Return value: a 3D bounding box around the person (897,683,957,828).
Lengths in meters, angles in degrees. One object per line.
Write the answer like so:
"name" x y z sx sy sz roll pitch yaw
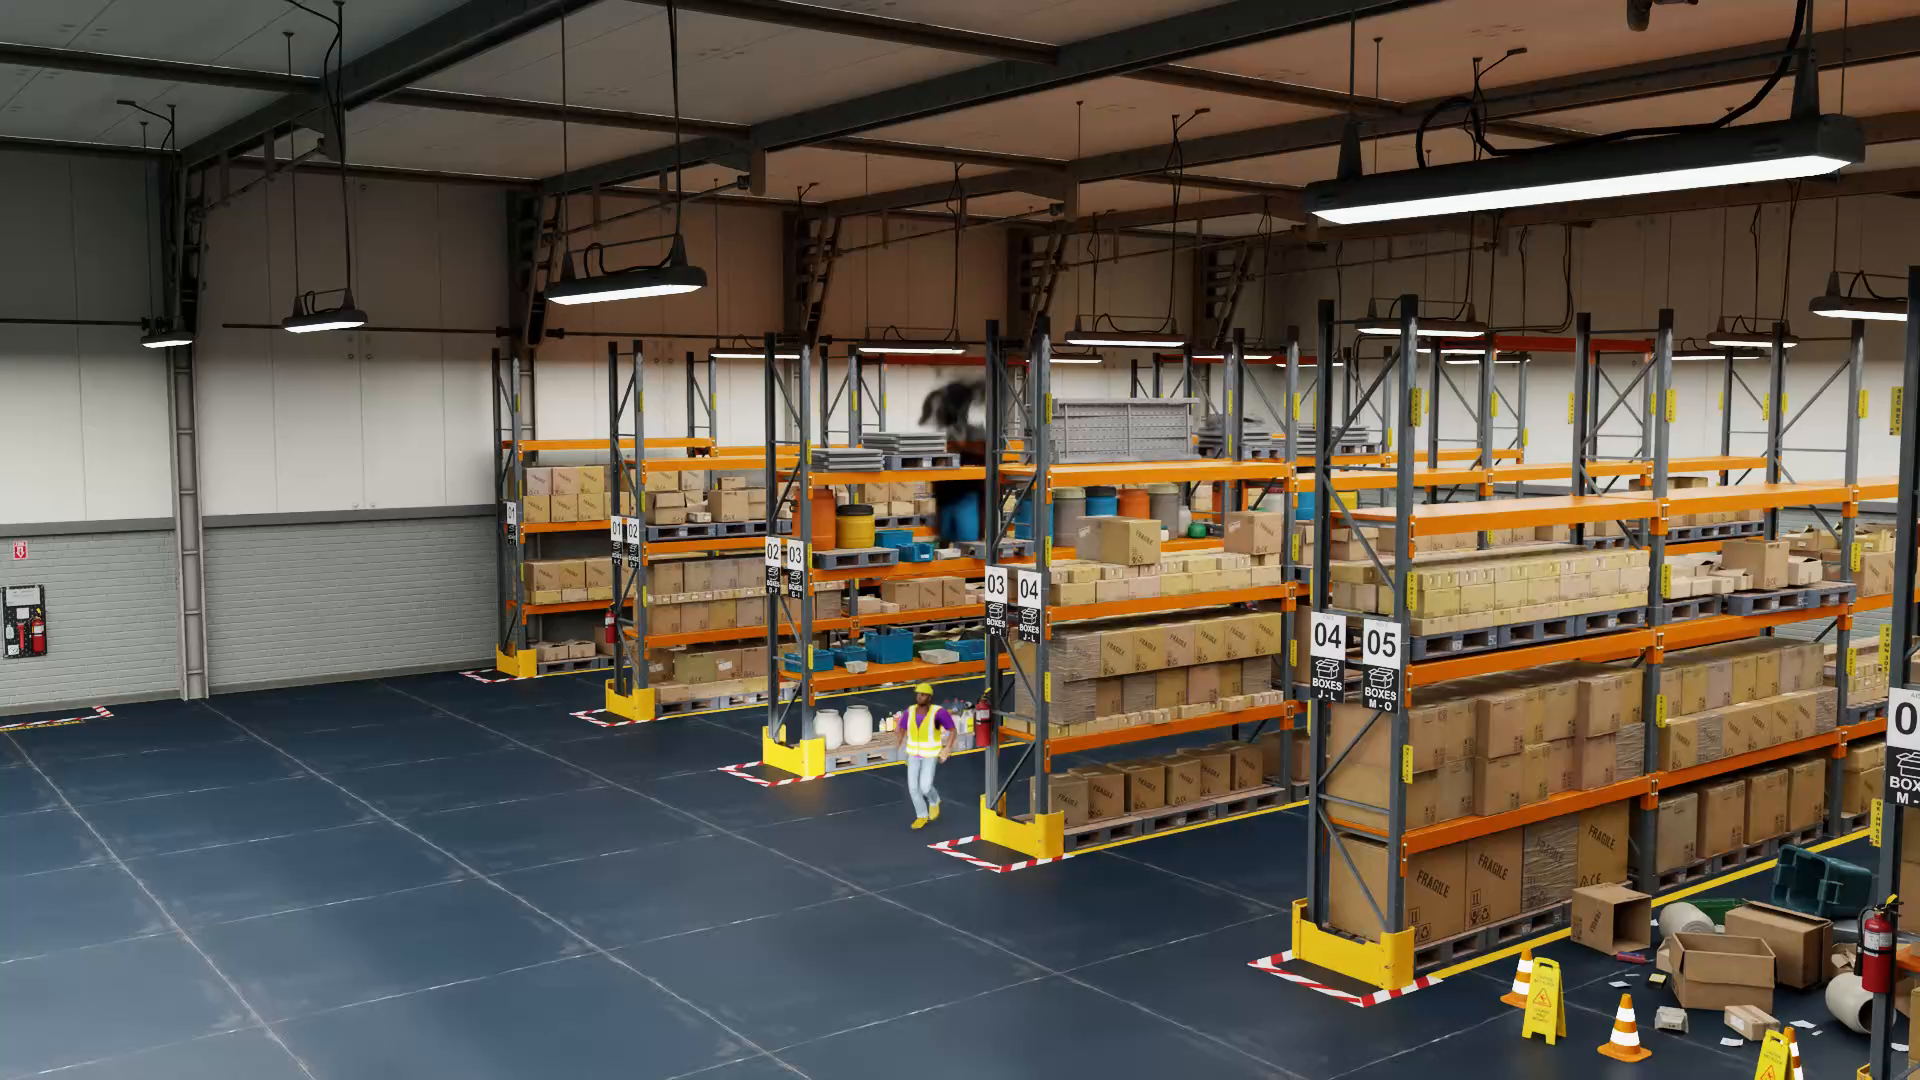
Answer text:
"person" -0.439 2.567 19.817 0.719 1.733 0.584 2 5 22
